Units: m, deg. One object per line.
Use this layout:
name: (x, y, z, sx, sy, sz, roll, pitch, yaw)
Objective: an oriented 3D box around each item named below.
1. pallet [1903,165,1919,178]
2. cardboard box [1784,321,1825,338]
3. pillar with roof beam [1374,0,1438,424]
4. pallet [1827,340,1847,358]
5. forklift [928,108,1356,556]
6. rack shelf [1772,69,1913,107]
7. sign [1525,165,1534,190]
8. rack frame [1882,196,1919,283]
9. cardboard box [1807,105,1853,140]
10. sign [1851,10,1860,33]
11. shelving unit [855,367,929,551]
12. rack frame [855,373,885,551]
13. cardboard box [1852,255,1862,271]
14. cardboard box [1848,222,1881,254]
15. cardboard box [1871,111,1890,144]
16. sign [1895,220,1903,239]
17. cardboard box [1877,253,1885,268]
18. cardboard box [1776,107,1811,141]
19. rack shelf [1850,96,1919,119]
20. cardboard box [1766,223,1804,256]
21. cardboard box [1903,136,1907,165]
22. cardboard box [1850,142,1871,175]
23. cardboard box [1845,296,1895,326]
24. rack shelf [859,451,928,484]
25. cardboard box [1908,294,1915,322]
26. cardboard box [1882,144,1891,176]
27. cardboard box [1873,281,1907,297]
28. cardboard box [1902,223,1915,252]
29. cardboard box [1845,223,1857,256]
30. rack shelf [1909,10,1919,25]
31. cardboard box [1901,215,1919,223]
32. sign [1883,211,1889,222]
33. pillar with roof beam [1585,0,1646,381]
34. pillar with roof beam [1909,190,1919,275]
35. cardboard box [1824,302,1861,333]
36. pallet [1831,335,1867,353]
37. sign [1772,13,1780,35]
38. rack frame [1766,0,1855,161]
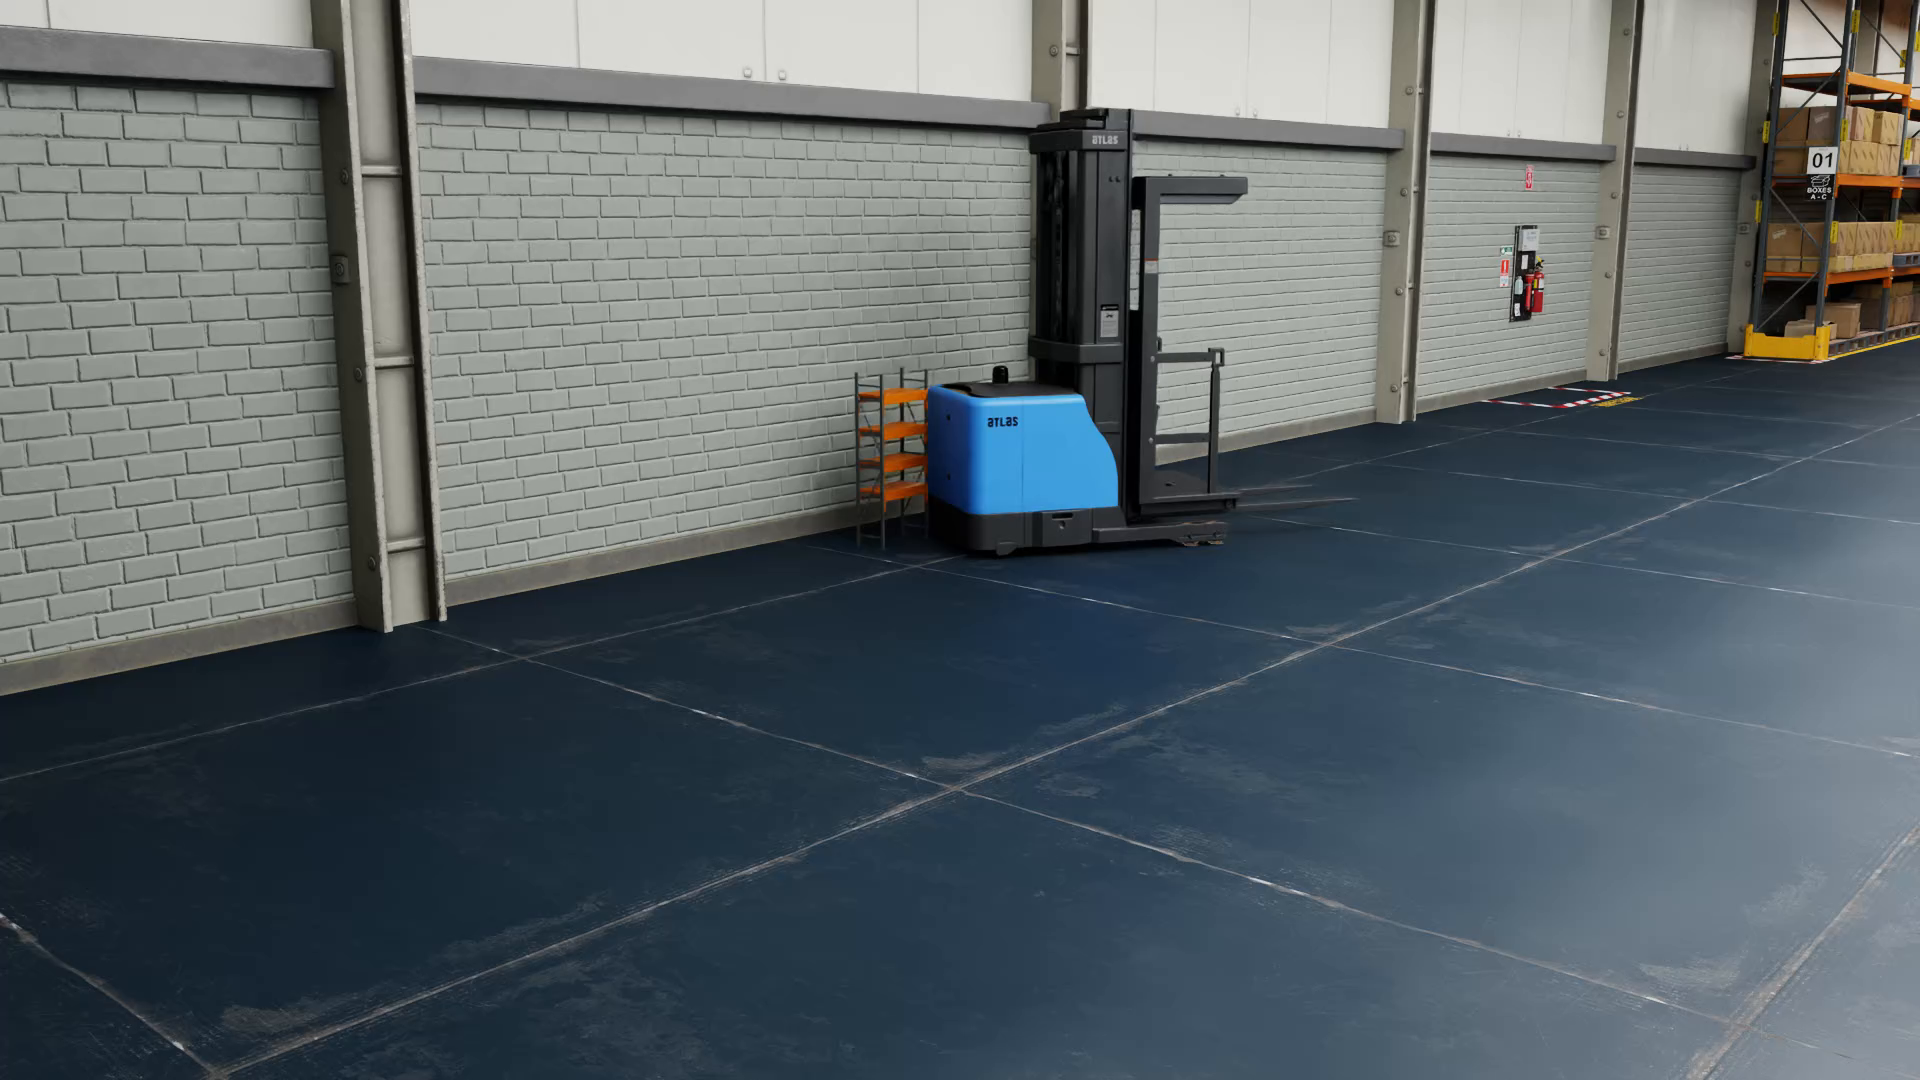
pallet: (16.003, -6.370, 28.767, 1.213, 0.211, 1.003, 10, 15, 40)
cardboard box: (13.399, -3.313, 26.381, 0.500, 0.311, 0.500, 8, 14, 34)
pillar with roof beam: (8.000, -5.160, 14.572, 9.100, 9.000, 0.400, 10, 15, 40)
pallet: (13.488, -3.084, 26.614, 1.003, 0.211, 1.213, 10, 15, 40)
forklift: (1.333, -1.484, 11.657, 3.031, 2.935, 1.130, -4, 12, -18)
rack shelf: (14.195, -7.207, 26.666, 1.077, 0.370, 4.000, 10, 15, 40)
sign: (6.986, -4.447, 20.401, 0.001, 0.298, 0.199, 10, 15, 40)
rack frame: (18.156, -5.503, 31.603, 1.000, 3.000, 0.127, 10, 15, 40)
cardboard box: (13.311, -6.371, 25.433, 0.500, 0.500, 0.500, 8, 14, 36)
sign: (13.282, -7.694, 24.672, 0.100, 0.325, 0.005, 10, 15, 40)
shelving unit: (-0.467, -0.570, 11.500, 0.258, 1.200, 0.503, 8, 14, 36)
rack frame: (-0.614, -0.531, 11.309, 0.240, 1.200, 0.015, 8, 14, 36)
cardboard box: (14.108, -4.445, 26.640, 0.500, 0.250, 0.500, 9, 15, 39)
cardboard box: (14.770, -4.962, 27.312, 0.500, 0.500, 0.500, 9, 15, 39)
cardboard box: (14.697, -6.665, 26.906, 0.500, 0.500, 0.500, 9, 14, 38)
sign: (15.928, -5.270, 28.226, 0.100, 0.325, 0.005, 10, 15, 40)
cardboard box: (15.095, -4.669, 27.762, 0.500, 0.250, 0.500, 10, 15, 41)
cardboard box: (12.963, -6.443, 25.793, 0.500, 0.500, 0.500, 11, 15, 43)
rack shelf: (16.835, -7.601, 29.652, 1.077, 0.370, 4.000, 10, 15, 40)
cardboard box: (13.026, -4.726, 26.134, 0.500, 0.500, 0.500, 10, 15, 40)
cardboard box: (15.936, -6.710, 28.662, 0.500, 0.500, 0.500, -9, 15, -39)
cardboard box: (14.004, -6.024, 26.246, 0.500, 0.500, 0.500, 11, 16, 43)
cardboard box: (16.292, -4.097, 29.824, 0.700, 0.500, 0.500, 9, 15, 39)
rack shelf: (-0.467, -0.504, 11.513, 0.258, 0.148, 0.480, 8, 14, 36)
cardboard box: (17.292, -4.319, 30.936, 0.700, 0.500, 0.500, 10, 15, 40)
cardboard box: (15.024, -6.265, 27.454, 0.500, 0.500, 0.500, 8, 14, 36)
cardboard box: (16.960, -4.596, 30.406, 0.500, 0.250, 0.500, 10, 15, 40)
cardboard box: (16.662, -5.432, 29.868, 0.500, 0.500, 0.700, -10, 15, -40)
cardboard box: (13.749, -4.732, 26.164, 0.500, 0.500, 0.500, 10, 15, 41)
rack shelf: (19.476, -10.016, 32.233, 1.077, 0.370, 4.000, 10, 15, 40)
cardboard box: (17.749, -5.982, 30.966, 0.380, 0.149, 0.250, 7, 13, 31)
sign: (17.737, -6.142, 31.846, 0.100, 0.325, 0.005, 10, 15, 40)
pillar with roof beam: (11.960, -6.043, 18.991, 9.100, 9.000, 0.400, 10, 15, 40)
pillar with roof beam: (23.842, -8.691, 32.250, 9.100, 9.000, 0.400, 10, 15, 40)
cardboard box: (14.860, -3.746, 28.068, 0.500, 0.500, 0.500, 8, 14, 36)
pallet: (14.293, -3.263, 27.509, 1.003, 0.211, 1.213, 10, 15, 40)
sign: (12.471, -7.878, 25.389, 0.100, 0.325, 0.005, 10, 15, 40)
rack frame: (12.875, -7.267, 25.122, 1.000, 3.000, 0.127, 10, 15, 40)
